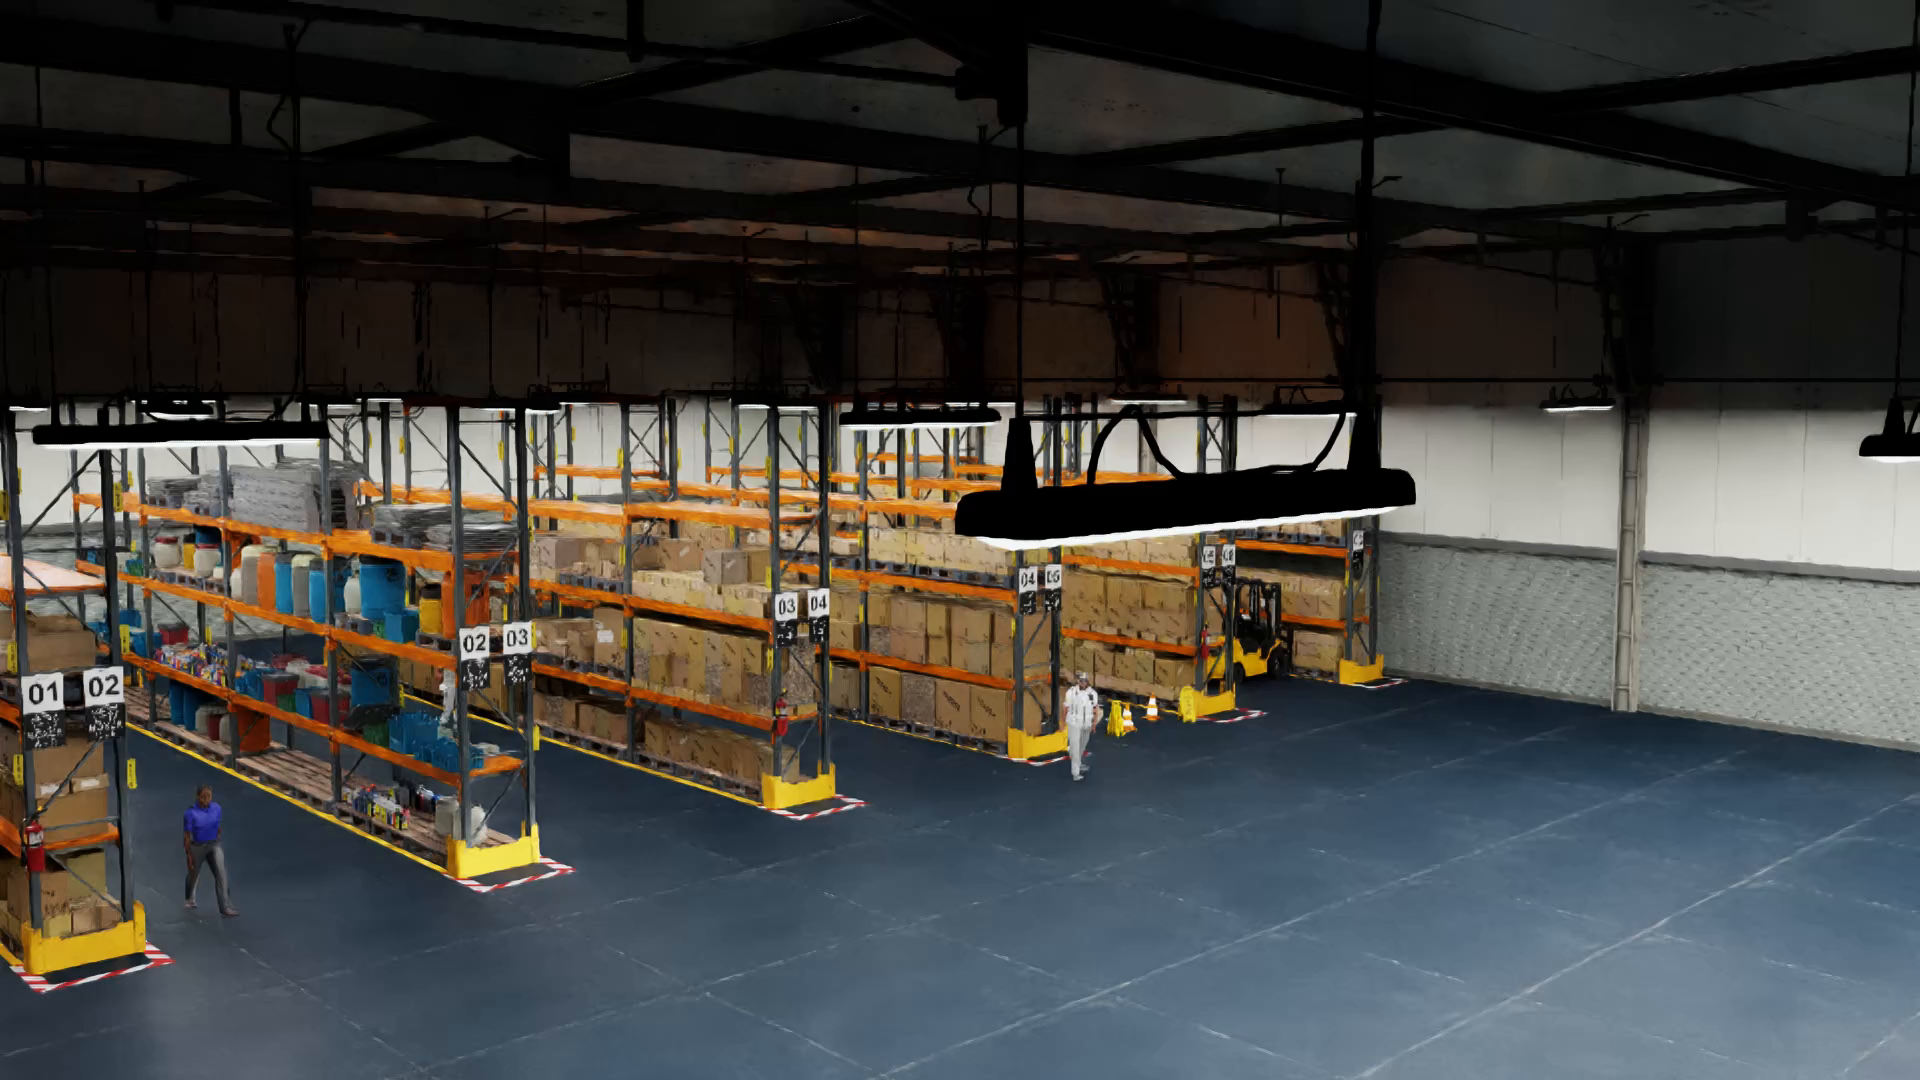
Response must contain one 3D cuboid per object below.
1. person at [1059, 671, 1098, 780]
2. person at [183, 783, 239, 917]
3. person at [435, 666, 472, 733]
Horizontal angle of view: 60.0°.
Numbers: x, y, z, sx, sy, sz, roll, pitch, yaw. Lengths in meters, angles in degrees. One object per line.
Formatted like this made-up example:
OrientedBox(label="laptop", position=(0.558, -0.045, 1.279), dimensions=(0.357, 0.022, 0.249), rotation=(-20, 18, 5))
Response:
OrientedBox(label="person", position=(1.920, 2.919, 26.488), dimensions=(0.583, 1.711, 0.969), rotation=(-2, 6, -20))
OrientedBox(label="person", position=(-8.919, 3.635, 19.617), dimensions=(0.445, 1.574, 1.088), rotation=(-5, 7, -41))
OrientedBox(label="person", position=(-9.002, 2.610, 29.630), dimensions=(0.677, 1.742, 0.552), rotation=(-5, 8, -44))
